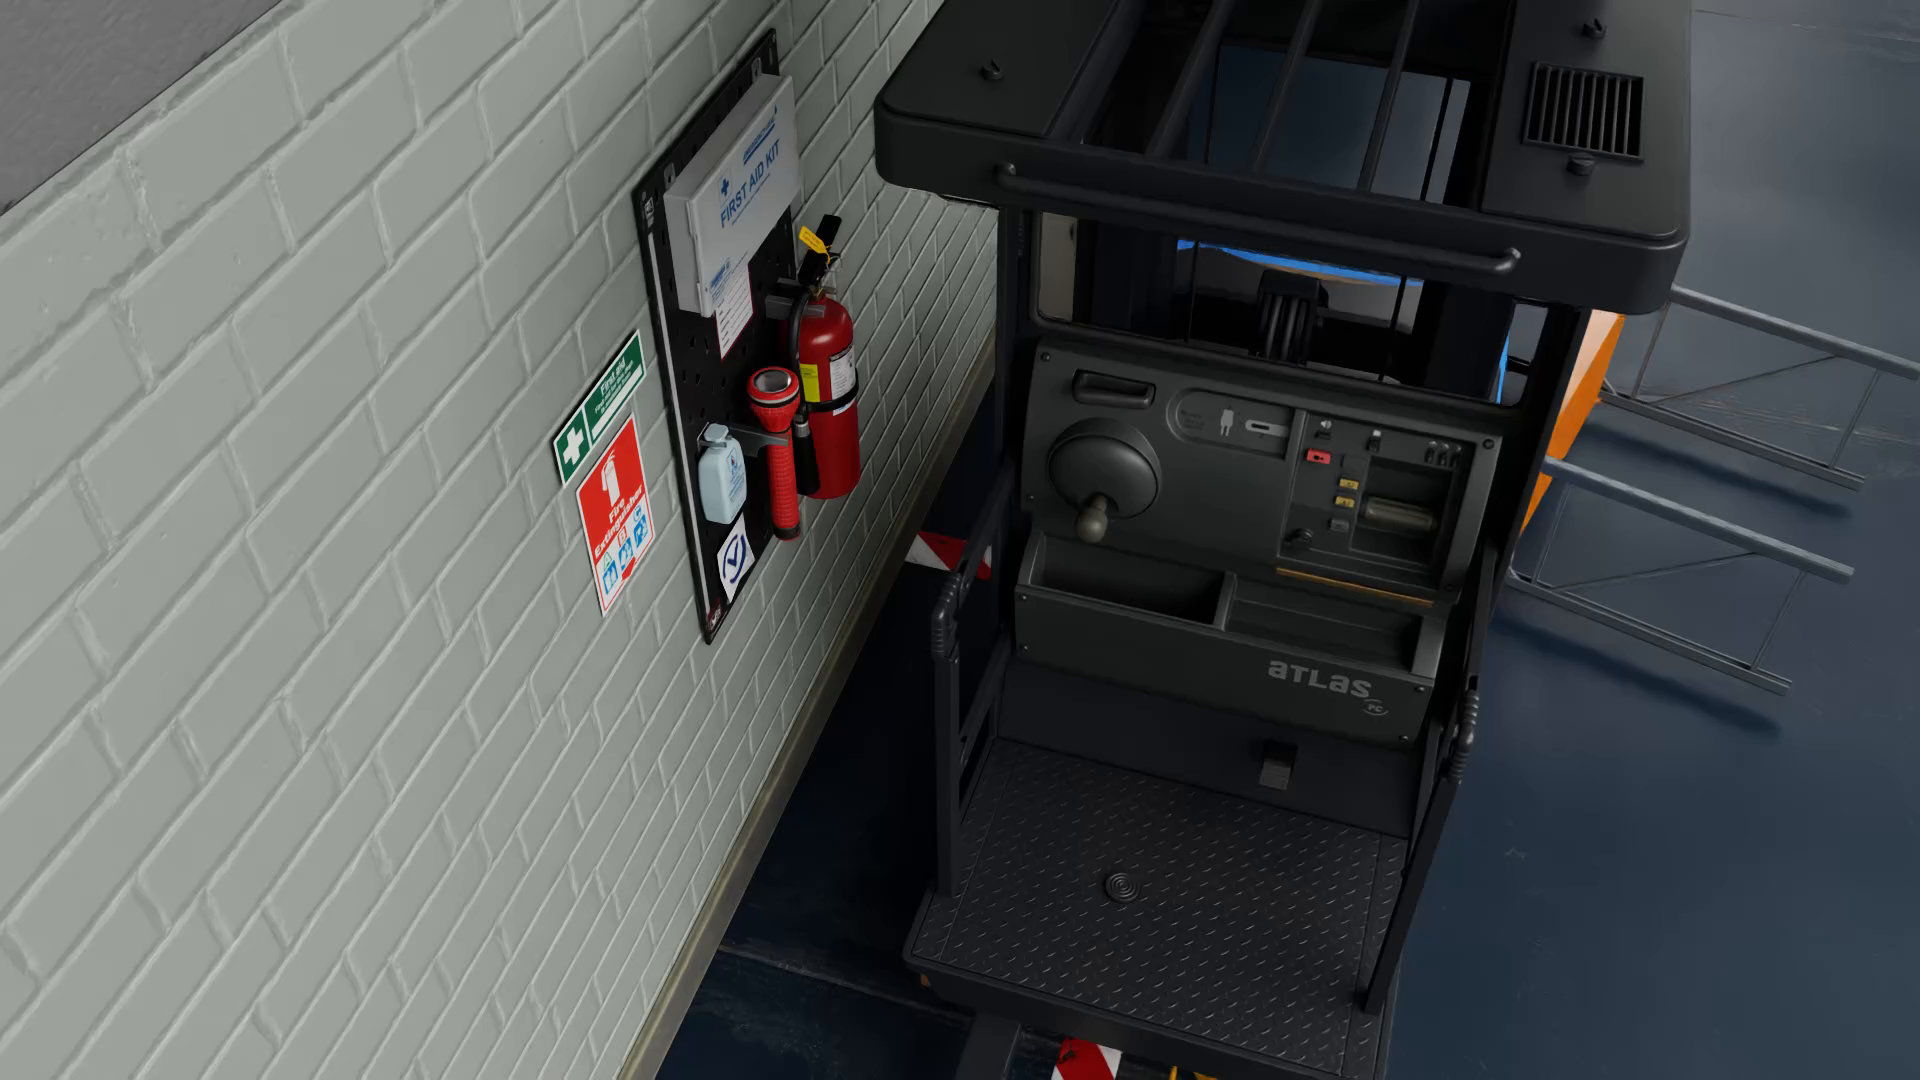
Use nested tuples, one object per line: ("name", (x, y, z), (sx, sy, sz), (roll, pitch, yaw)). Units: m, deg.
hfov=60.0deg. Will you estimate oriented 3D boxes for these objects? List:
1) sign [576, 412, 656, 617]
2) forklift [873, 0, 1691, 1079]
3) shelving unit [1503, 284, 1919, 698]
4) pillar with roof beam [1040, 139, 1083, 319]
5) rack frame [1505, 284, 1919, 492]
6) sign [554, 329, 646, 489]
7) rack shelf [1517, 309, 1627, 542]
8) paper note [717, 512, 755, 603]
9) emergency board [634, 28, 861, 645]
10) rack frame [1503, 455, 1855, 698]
("sign", (-0.643, -0.045, 3.126), (0.001, 0.329, 0.234), (13, 46, 13))
("forklift", (0.524, -0.044, 3.200), (1.130, 2.935, 3.031), (13, 46, 13))
("shelving unit", (1.994, -0.329, 5.149), (1.500, 0.587, 1.083), (24, 49, 22))
("pillar with roof beam", (4.511, -3.251, 2.138), (9.100, 9.000, 0.400), (13, 46, 13))
("rack frame", (2.260, -0.625, 5.451), (1.500, 0.500, 0.032), (24, 49, 22))
("sign", (-0.633, -0.236, 2.942), (0.001, 0.109, 0.331), (13, 46, 13))
("rack shelf", (1.837, -0.392, 5.212), (0.185, 0.538, 1.000), (24, 49, 22))
("paper note", (-0.496, 0.039, 3.695), (0.016, 0.148, 0.142), (13, 46, 13))
("emergency board", (-0.377, -0.379, 3.493), (0.194, 1.169, 0.643), (13, 46, 13))
("rack frame", (1.717, -0.023, 4.837), (1.500, 0.500, 0.032), (24, 49, 22))
